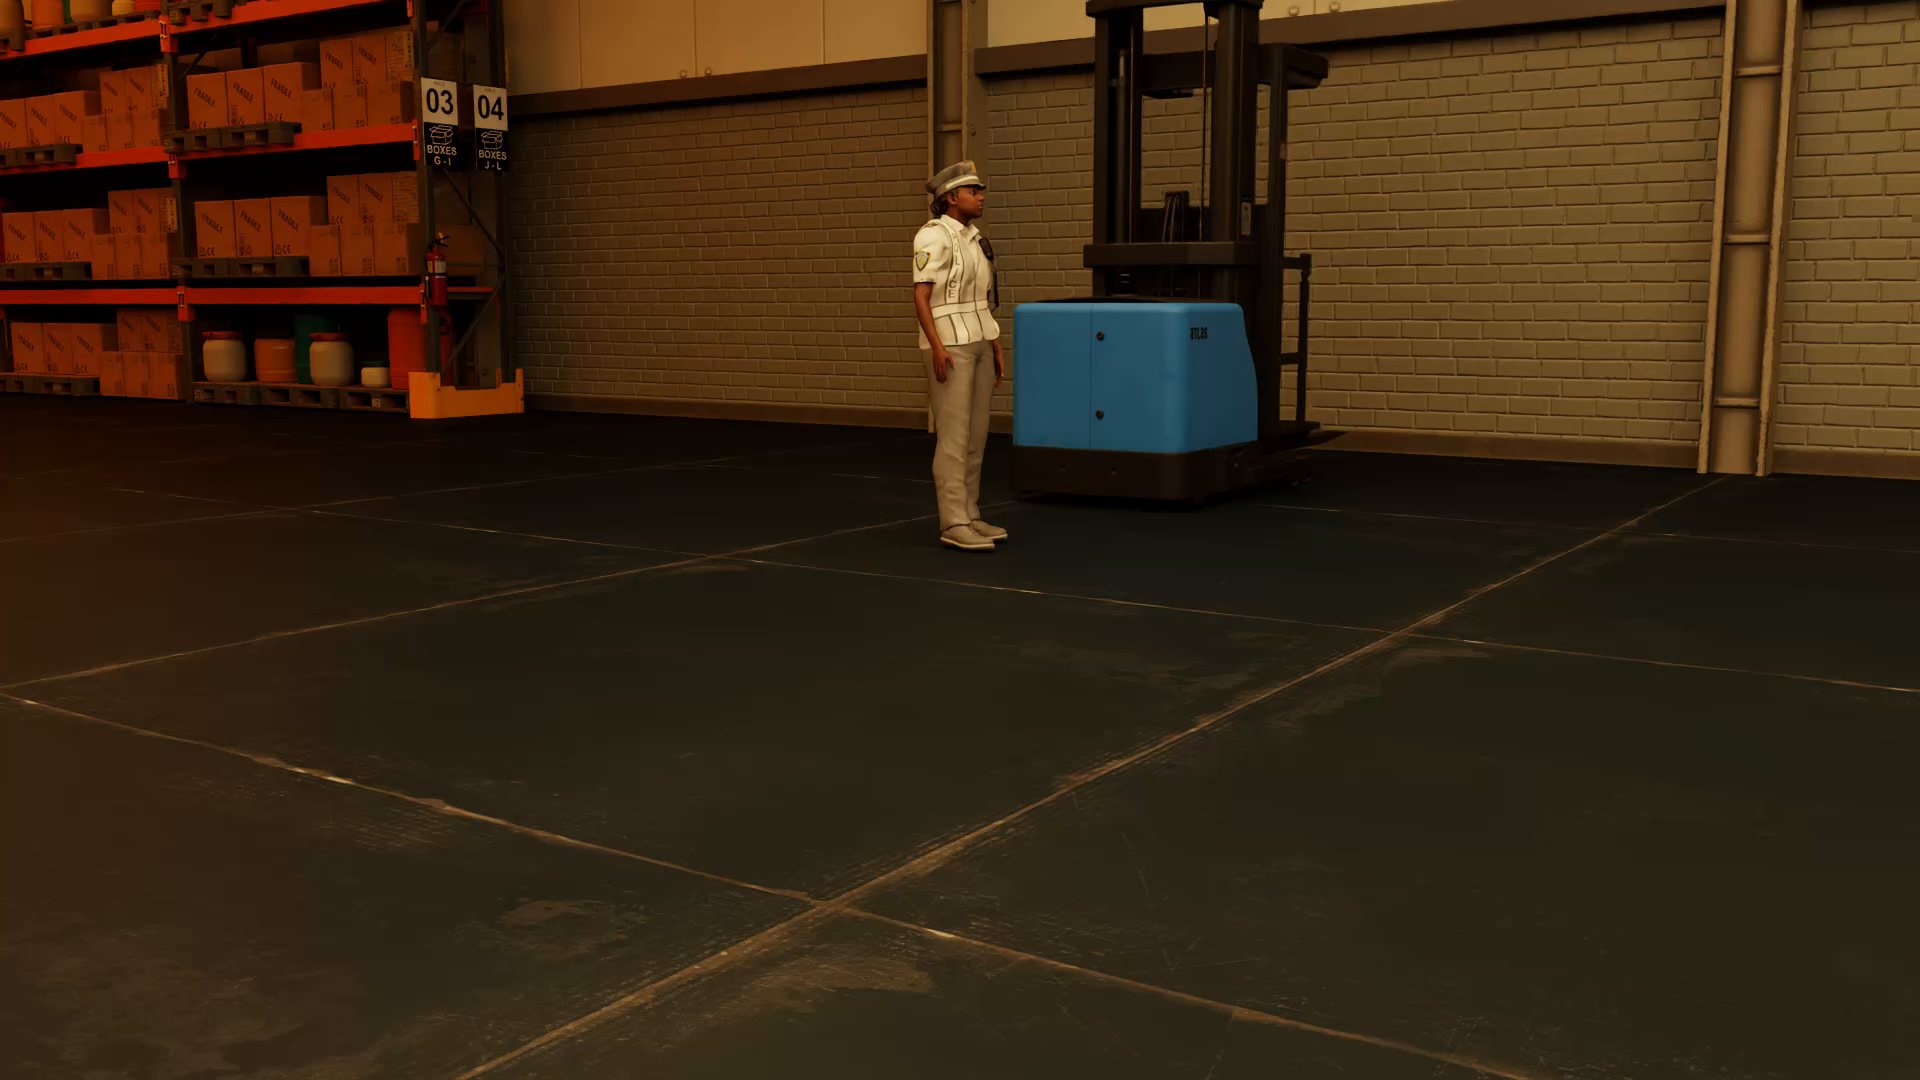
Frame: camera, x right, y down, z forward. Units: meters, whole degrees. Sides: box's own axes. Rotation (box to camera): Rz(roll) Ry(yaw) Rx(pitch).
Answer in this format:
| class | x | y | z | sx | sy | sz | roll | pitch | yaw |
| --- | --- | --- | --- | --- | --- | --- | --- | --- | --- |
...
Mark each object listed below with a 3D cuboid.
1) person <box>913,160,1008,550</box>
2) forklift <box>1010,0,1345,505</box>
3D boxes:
| class | x | y | z | sx | sy | sz | roll | pitch | yaw |
| --- | --- | --- | --- | --- | --- | --- | --- | --- | --- |
| person | 0.051 | -0.838 | 7.426 | 0.530 | 1.695 | 0.570 | 5 | 10 | 34 |
| forklift | 1.479 | -1.797 | 9.829 | 1.130 | 2.935 | 3.031 | 5 | 10 | 32 |
